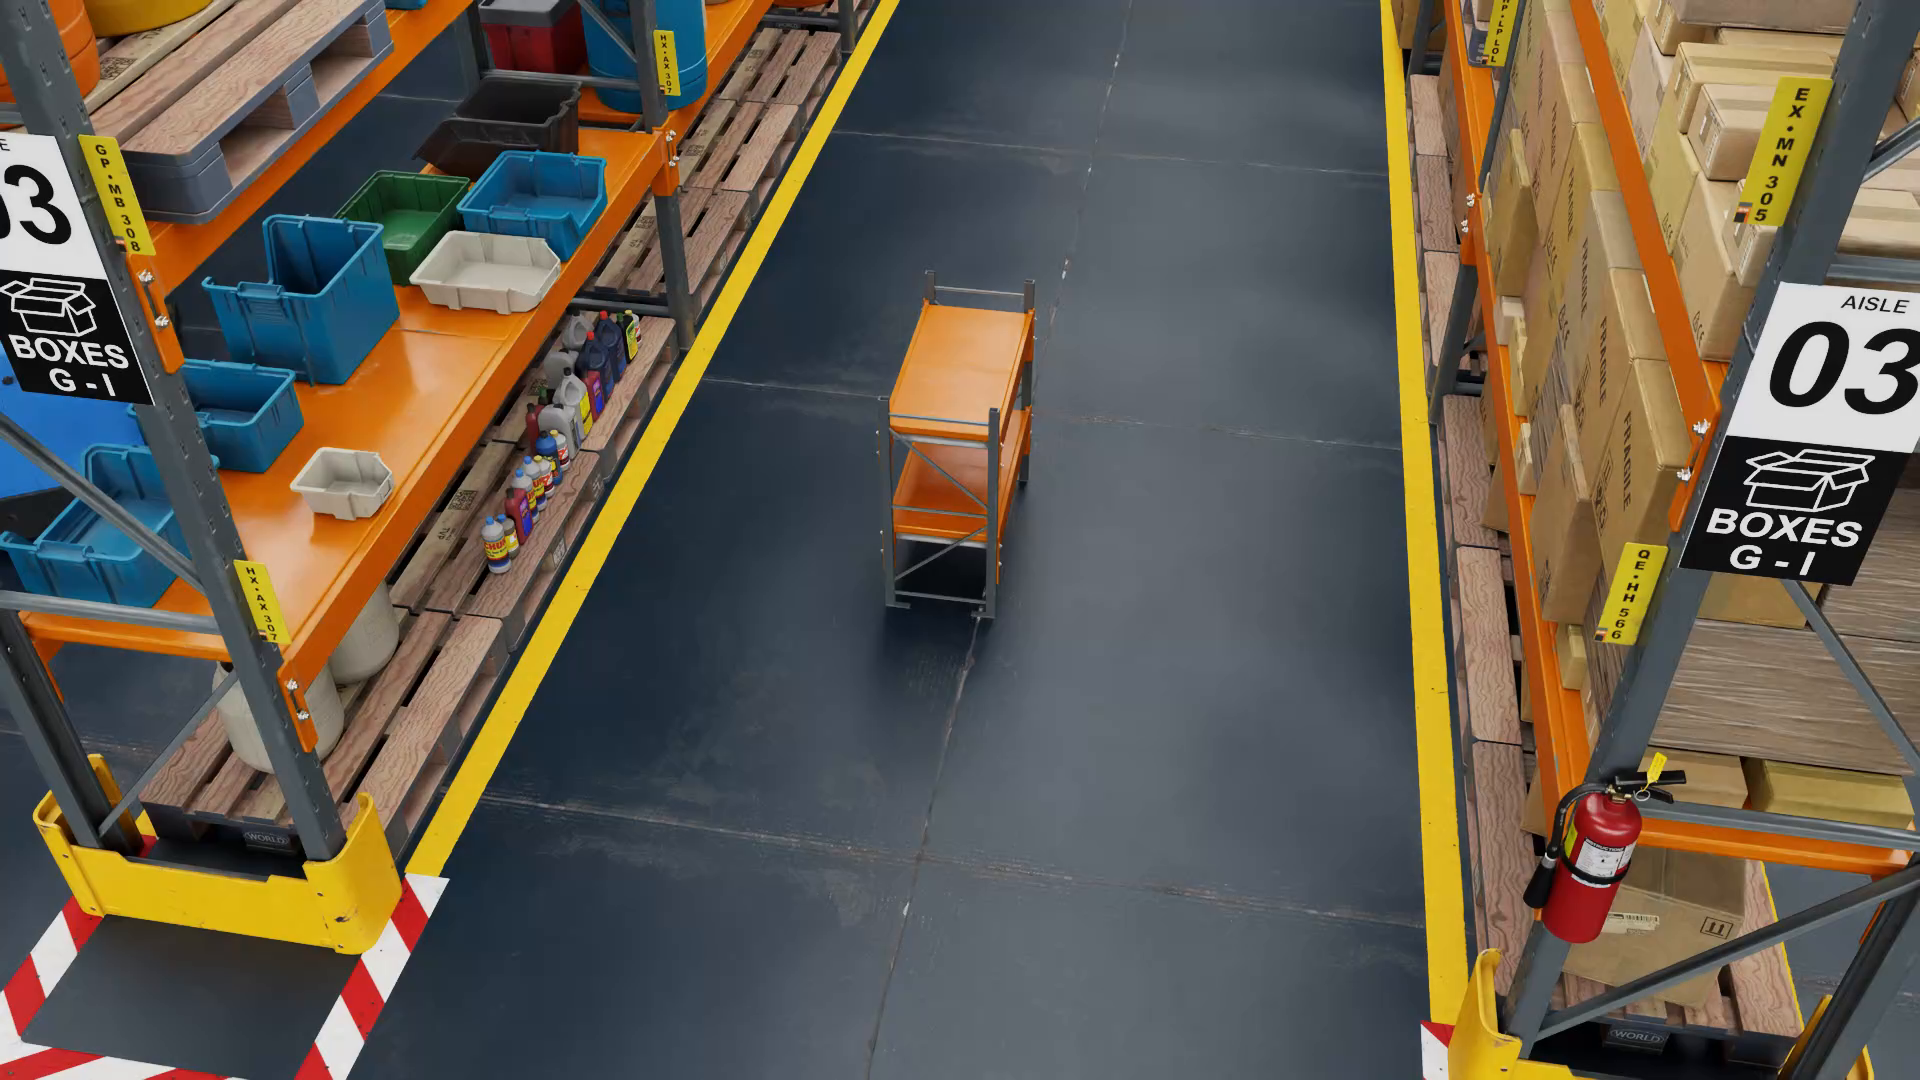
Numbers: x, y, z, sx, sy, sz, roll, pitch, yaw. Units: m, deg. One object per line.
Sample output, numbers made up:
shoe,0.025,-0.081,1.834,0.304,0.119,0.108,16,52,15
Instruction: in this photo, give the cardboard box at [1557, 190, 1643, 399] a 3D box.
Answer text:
cardboard box,2.245,-0.759,5.314,0.500,0.500,0.500,6,40,8

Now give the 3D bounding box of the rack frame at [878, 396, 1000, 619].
rack frame,-0.087,-0.119,7.108,0.500,1.125,0.032,6,40,8

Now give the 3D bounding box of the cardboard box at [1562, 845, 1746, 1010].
cardboard box,2.347,1.192,5.684,0.500,0.500,0.500,14,41,16

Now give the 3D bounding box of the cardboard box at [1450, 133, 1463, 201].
cardboard box,3.336,-2.318,9.913,0.700,0.500,0.500,10,41,11

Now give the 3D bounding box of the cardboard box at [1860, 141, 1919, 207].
cardboard box,2.124,-0.831,3.949,0.380,0.149,0.250,5,40,6

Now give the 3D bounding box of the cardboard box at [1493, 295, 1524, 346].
cardboard box,2.392,-0.906,6.786,0.380,0.149,0.250,6,40,8

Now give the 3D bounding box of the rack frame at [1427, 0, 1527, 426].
rack frame,2.915,-1.730,7.586,1.000,3.000,0.127,6,40,8

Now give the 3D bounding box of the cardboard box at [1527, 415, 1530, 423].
cardboard box,2.337,-0.427,6.206,0.380,0.149,0.250,6,40,8

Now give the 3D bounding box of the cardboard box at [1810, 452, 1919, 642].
cardboard box,2.586,-0.074,4.485,0.500,0.500,0.500,6,40,8

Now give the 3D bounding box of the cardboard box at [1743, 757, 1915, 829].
cardboard box,2.507,0.724,4.814,0.380,0.149,0.250,6,40,8

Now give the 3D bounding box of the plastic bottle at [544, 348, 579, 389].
plastic bottle,-1.974,-0.840,8.302,0.152,0.276,0.135,6,40,8

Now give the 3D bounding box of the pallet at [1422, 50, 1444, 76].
pallet,3.818,-3.652,12.099,1.003,0.211,1.213,6,40,8

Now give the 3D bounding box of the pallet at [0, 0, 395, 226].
pallet,-2.416,-1.358,4.929,1.003,0.211,1.213,6,40,8

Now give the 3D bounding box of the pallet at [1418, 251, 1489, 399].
pallet,3.048,-1.144,9.065,1.003,0.211,1.213,6,40,8

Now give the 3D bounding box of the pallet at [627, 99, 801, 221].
pallet,-1.657,-2.467,10.665,1.003,0.211,1.213,6,40,8

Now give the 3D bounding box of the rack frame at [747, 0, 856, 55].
rack frame,-1.271,-4.787,11.282,1.000,3.000,0.127,6,40,8

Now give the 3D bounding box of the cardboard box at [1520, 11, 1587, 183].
cardboard box,2.502,-1.700,6.453,0.500,0.500,0.500,6,40,8

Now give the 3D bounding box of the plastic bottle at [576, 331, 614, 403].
plastic bottle,-1.824,-0.869,8.277,0.144,0.351,0.185,5,40,5

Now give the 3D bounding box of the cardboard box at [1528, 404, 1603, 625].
cardboard box,2.313,-0.042,5.232,0.875,0.500,0.500,6,40,8

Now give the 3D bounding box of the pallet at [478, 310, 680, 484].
pallet,-2.120,-0.785,8.630,1.003,0.211,1.213,6,40,8

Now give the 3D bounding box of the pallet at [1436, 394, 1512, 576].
pallet,2.834,-0.230,7.960,1.003,0.211,1.213,6,40,8

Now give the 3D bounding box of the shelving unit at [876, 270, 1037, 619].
shelving unit,0.001,-0.438,7.494,0.538,1.125,1.048,6,40,8

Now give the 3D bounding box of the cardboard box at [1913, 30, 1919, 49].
cardboard box,2.746,-1.624,4.398,0.500,0.500,0.500,6,40,7

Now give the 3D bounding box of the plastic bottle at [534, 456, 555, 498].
plastic bottle,-1.941,-0.301,7.707,0.097,0.201,0.097,0,40,0

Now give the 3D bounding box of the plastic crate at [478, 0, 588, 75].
plastic crate,-2.181,-2.639,8.634,0.402,0.464,0.583,6,40,8

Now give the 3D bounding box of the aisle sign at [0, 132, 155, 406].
aisle sign,-2.379,-0.691,4.288,0.394,0.787,0.004,6,40,8

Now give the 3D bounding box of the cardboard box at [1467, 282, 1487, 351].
cardboard box,3.042,-1.319,8.705,0.700,0.500,0.500,4,40,4

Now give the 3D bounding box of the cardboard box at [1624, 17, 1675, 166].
cardboard box,2.237,-1.283,4.808,0.500,0.250,0.500,7,40,9

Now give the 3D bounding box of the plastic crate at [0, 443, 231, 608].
plastic crate,-2.863,-0.056,5.677,0.499,0.251,0.616,6,40,8

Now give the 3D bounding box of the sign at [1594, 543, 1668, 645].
sign,1.680,0.138,4.169,0.100,0.325,0.005,6,40,8

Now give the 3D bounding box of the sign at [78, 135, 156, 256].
sign,-2.114,-0.862,4.175,0.100,0.325,0.005,6,40,8

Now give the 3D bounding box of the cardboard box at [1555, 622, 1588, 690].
cardboard box,2.105,0.356,5.260,0.380,0.149,0.250,6,40,8

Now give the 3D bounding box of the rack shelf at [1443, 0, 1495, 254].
rack shelf,3.261,-2.708,9.333,1.077,0.370,4.000,6,40,8

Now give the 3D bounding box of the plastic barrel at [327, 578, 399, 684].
plastic barrel,-2.530,0.295,6.759,0.421,0.512,0.421,0,40,0

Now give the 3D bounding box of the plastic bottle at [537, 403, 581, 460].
plastic bottle,-1.912,-0.536,7.933,0.152,0.276,0.135,7,40,8

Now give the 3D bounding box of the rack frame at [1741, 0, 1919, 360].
rack frame,2.223,-1.532,2.638,1.000,3.000,0.127,6,40,8

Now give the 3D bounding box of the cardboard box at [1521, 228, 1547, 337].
cardboard box,2.668,-0.973,6.358,0.875,0.500,0.500,6,40,8

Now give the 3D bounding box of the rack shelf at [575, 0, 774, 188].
rack shelf,-1.617,-3.254,9.994,1.077,0.370,4.000,6,40,8

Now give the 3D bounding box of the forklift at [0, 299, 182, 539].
forklift,-4.745,-2.012,7.981,1.130,2.935,3.031,-13,41,-16

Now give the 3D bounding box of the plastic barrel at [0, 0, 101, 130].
plastic barrel,-2.696,-1.569,4.369,0.600,0.830,0.708,6,40,8

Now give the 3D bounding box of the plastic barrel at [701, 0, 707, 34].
plastic barrel,-1.582,-2.905,8.900,0.433,0.535,0.433,0,40,0

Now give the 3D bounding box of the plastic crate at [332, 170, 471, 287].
plastic crate,-2.476,-1.374,7.321,0.450,0.188,0.662,6,40,8

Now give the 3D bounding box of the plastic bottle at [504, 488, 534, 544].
plastic bottle,-1.978,-0.132,7.439,0.061,0.283,0.133,7,40,8

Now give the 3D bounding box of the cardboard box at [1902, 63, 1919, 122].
cardboard box,2.678,-1.106,4.282,0.380,0.149,0.250,8,40,9

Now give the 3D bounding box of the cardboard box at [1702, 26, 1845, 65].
cardboard box,2.249,-1.316,4.536,0.380,0.149,0.250,7,40,8

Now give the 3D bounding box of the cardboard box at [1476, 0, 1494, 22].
cardboard box,3.124,-3.030,8.747,0.797,0.503,0.637,10,41,12

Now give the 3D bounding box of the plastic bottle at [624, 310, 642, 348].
plastic bottle,-1.719,-1.105,8.681,0.097,0.201,0.097,0,40,0

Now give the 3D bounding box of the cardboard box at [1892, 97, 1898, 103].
cardboard box,2.734,-1.227,4.740,0.500,0.250,0.500,6,40,8
